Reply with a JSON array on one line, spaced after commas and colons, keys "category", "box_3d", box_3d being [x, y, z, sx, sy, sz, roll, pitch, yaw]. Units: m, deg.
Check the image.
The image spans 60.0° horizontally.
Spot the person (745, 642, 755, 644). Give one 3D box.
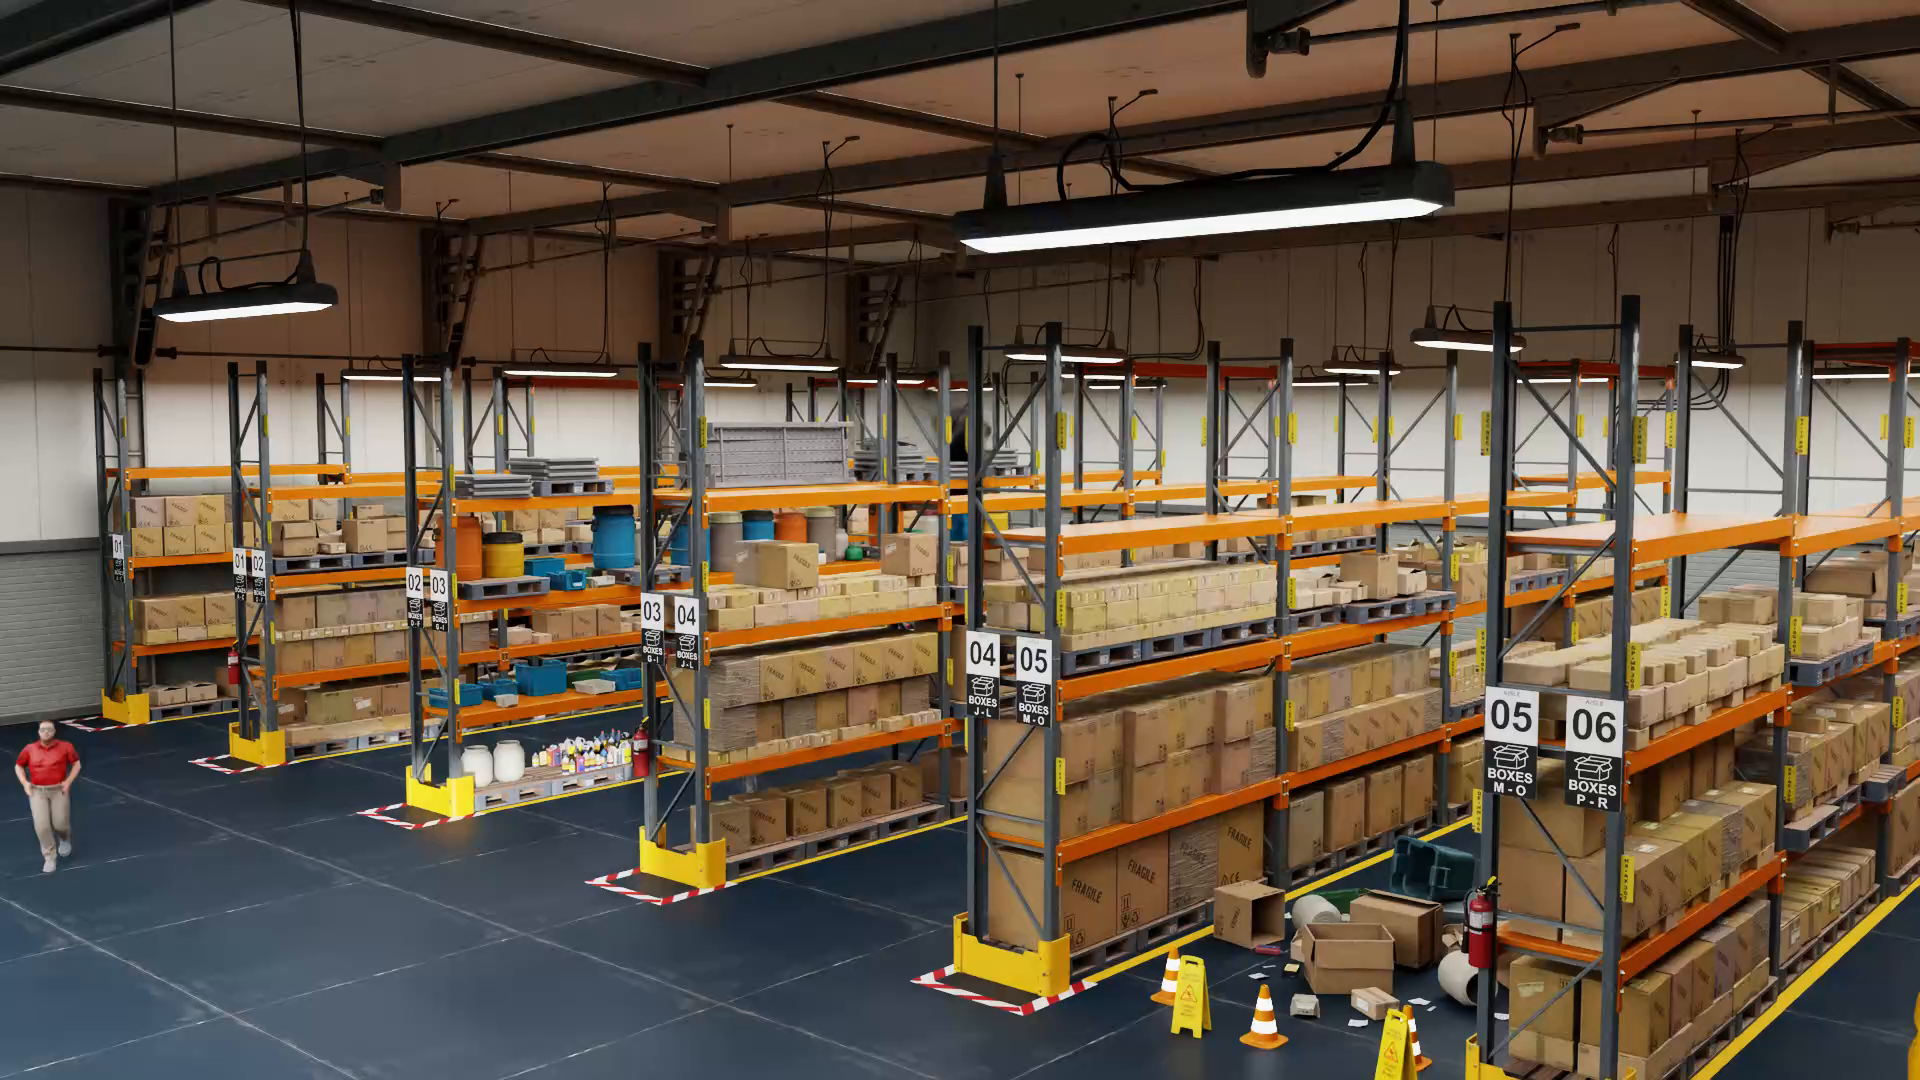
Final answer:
[{"category": "person", "box_3d": [-3.780, 2.116, 29.447, 0.685, 1.744, 0.600, 3, 5, 33]}]

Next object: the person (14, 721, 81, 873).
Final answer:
[{"category": "person", "box_3d": [-10.491, 2.916, 19.141, 0.672, 1.704, 0.641, -2, 5, -24]}]

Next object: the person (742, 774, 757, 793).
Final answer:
[{"category": "person", "box_3d": [-2.881, 2.853, 22.327, 0.532, 1.332, 0.546, 2, 5, 30]}]
